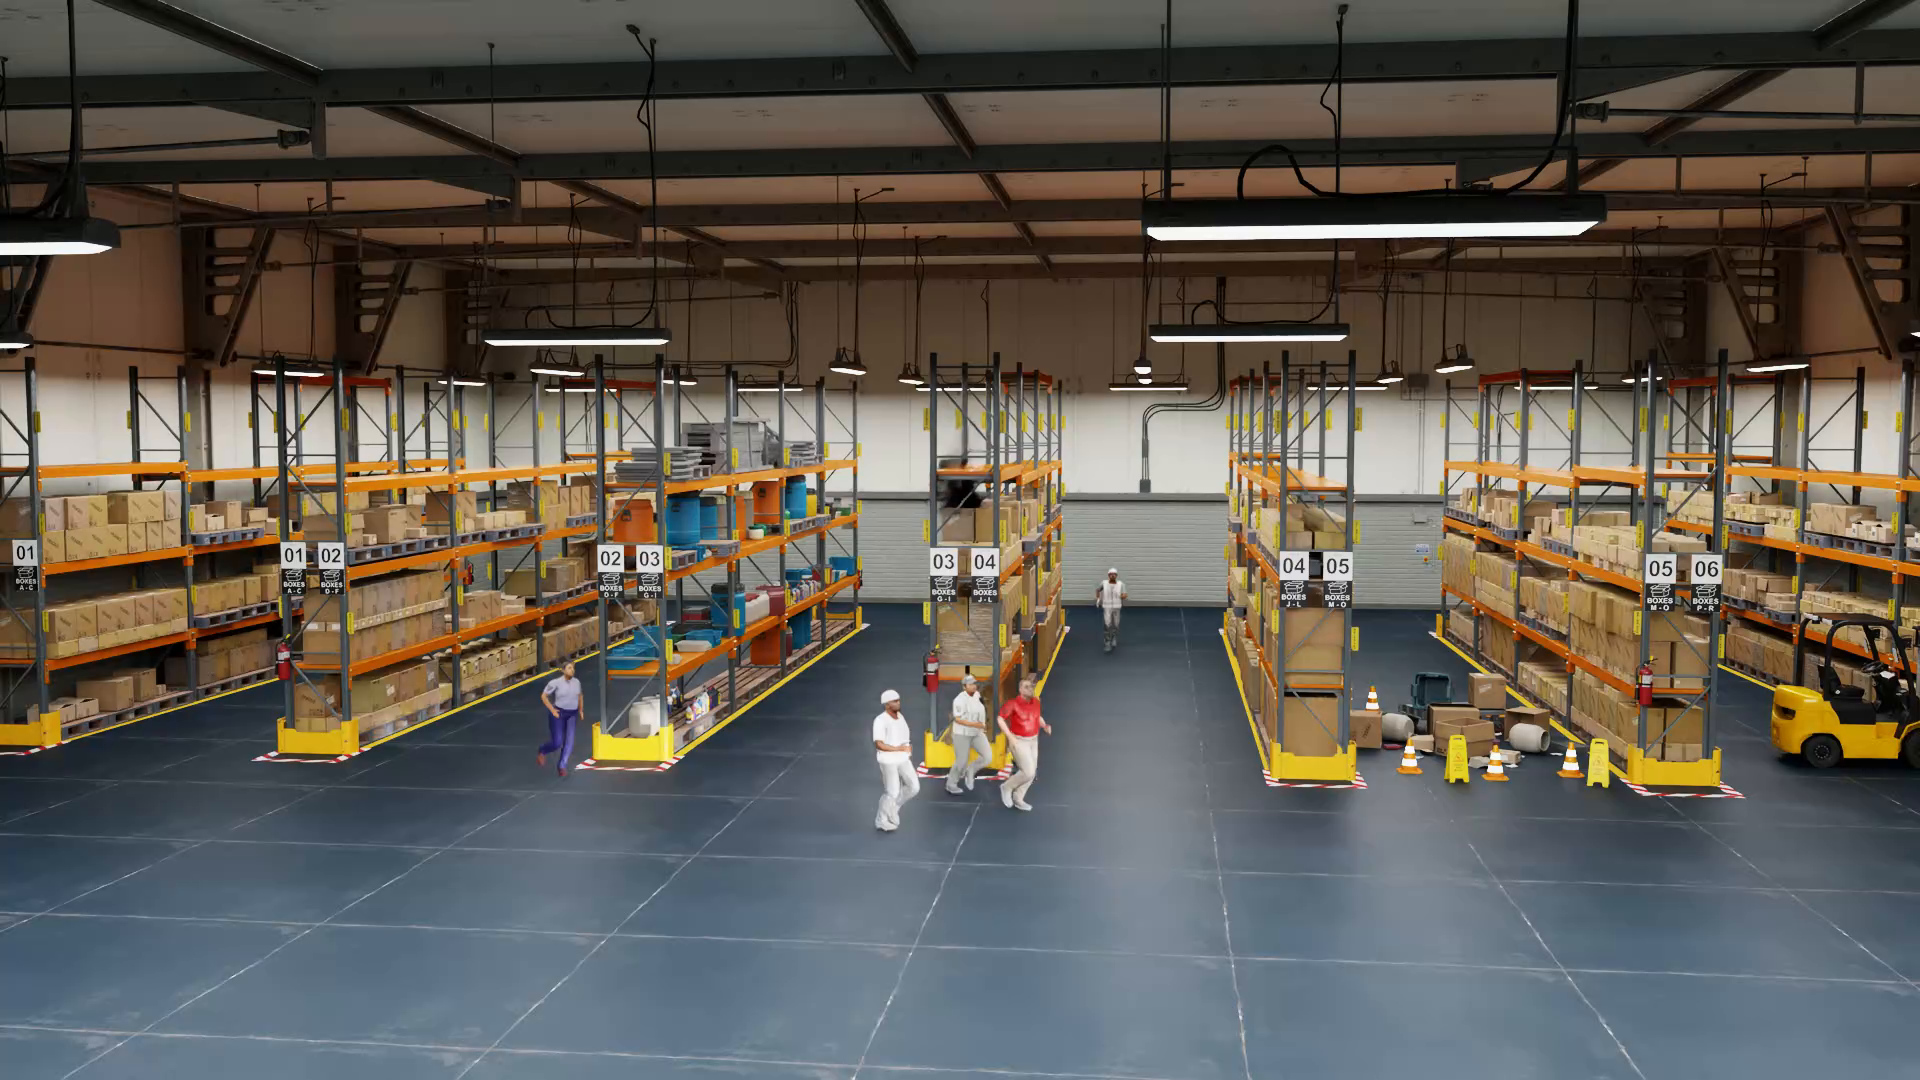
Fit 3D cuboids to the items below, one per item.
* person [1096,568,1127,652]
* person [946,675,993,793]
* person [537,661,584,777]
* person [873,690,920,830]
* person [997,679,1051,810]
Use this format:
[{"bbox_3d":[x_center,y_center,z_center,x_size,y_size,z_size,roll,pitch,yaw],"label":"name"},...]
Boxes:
[{"bbox_3d":[3.331,1.534,36.492,0.661,1.844,0.774,0,4,-2],"label":"person"},{"bbox_3d":[0.136,2.604,22.274,0.585,1.616,0.744,-3,5,-41],"label":"person"},{"bbox_3d":[-5.644,2.531,23.791,0.659,1.587,0.717,-3,5,-41],"label":"person"},{"bbox_3d":[-0.770,2.689,20.309,0.617,1.725,0.683,3,5,35],"label":"person"},{"bbox_3d":[0.871,2.641,21.453,0.645,1.694,0.611,-4,6,-43],"label":"person"}]
